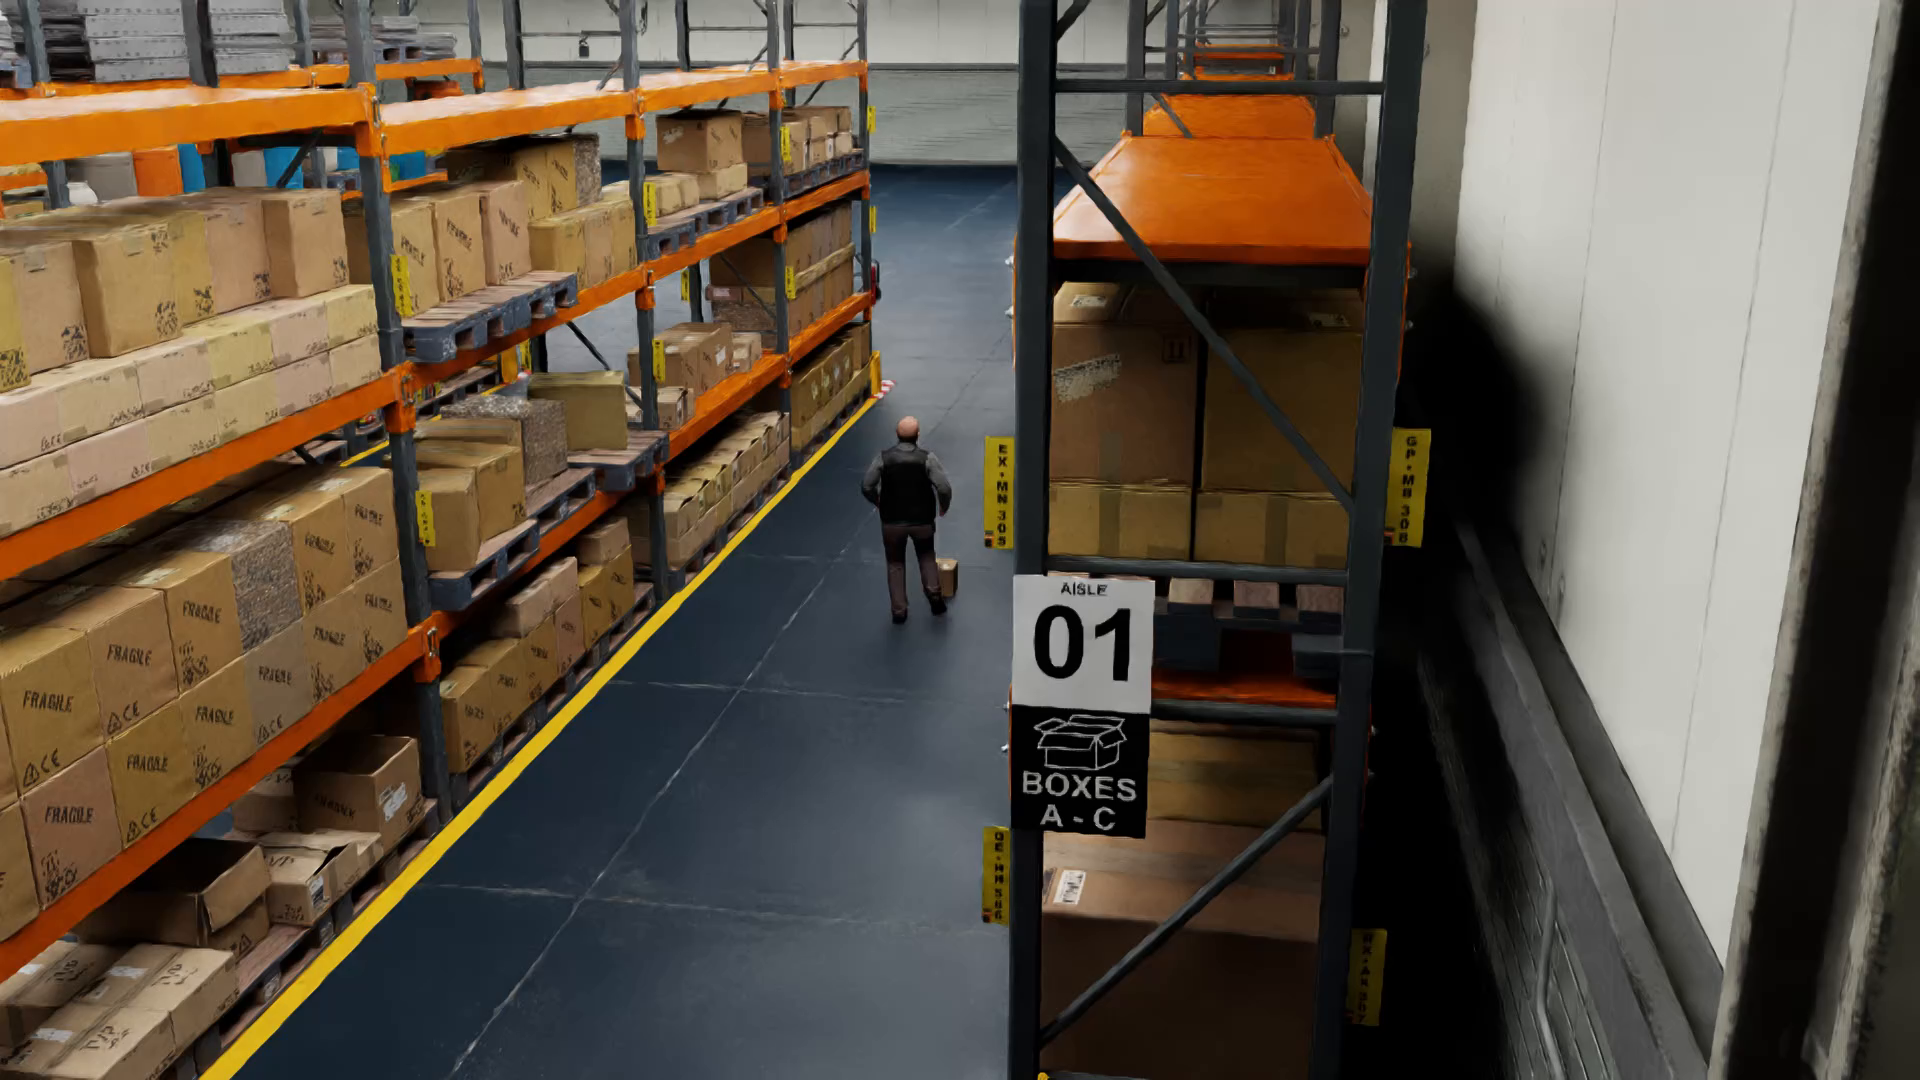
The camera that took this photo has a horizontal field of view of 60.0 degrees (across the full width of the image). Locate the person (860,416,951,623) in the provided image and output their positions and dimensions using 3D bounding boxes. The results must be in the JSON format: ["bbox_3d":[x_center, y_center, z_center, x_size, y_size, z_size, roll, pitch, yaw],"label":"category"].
[{"bbox_3d":[-0.434,-0.168,13.185,0.702,1.692,0.507,-1,18,-4],"label":"person"}]
